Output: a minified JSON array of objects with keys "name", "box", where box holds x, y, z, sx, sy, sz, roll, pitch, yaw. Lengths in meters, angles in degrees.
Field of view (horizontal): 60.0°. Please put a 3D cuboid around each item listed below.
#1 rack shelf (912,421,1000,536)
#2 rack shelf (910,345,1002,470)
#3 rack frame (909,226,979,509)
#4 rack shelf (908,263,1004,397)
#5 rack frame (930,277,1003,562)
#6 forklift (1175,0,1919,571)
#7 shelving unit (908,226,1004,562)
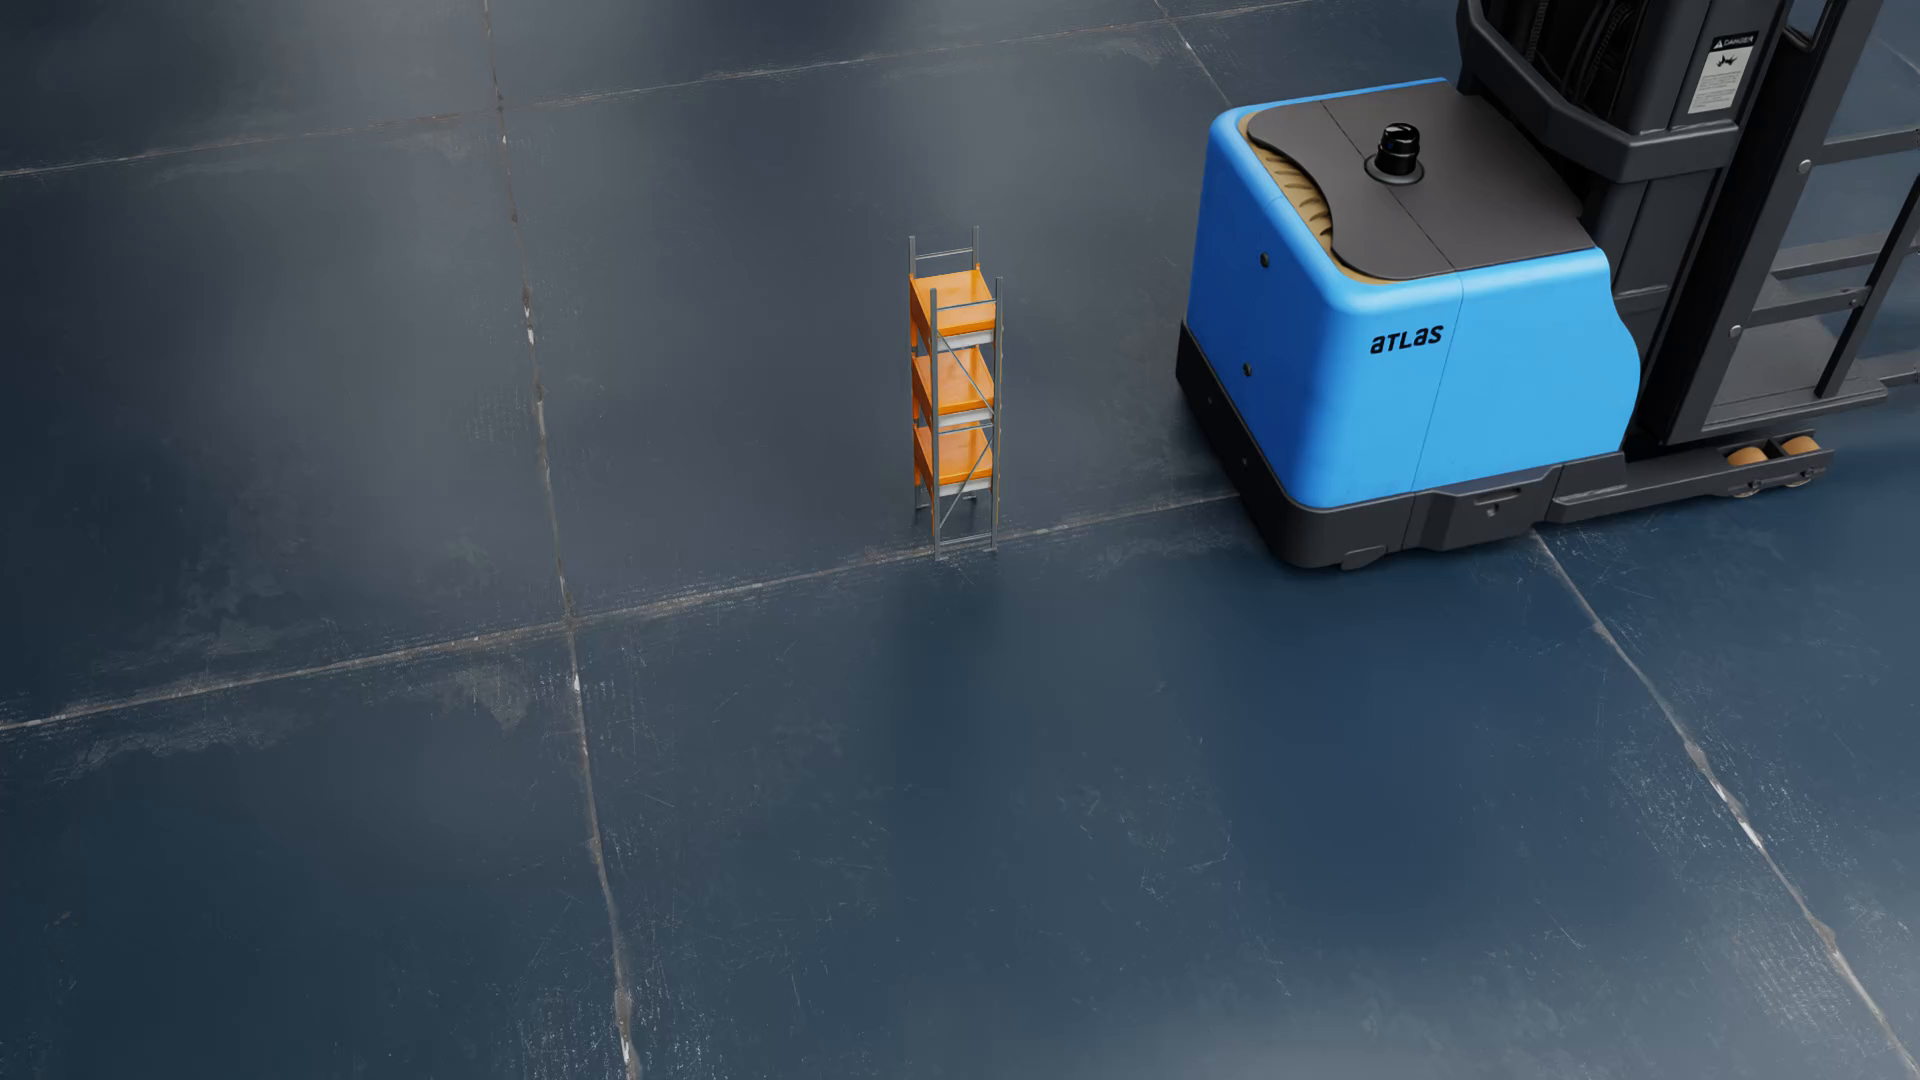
[{"name":"rack shelf","box":[-0.014,-0.202,5.117,0.215,0.259,0.240,-11,47,-10]},{"name":"rack shelf","box":[-0.014,-0.397,4.919,0.215,0.259,0.240,-11,47,-10]},{"name":"rack frame","box":[-0.045,-0.489,4.994,0.200,1.050,0.008,-11,47,-10]},{"name":"rack shelf","box":[-0.014,-0.596,4.716,0.215,0.259,0.240,-11,47,-10]},{"name":"rack frame","box":[0.018,-0.320,4.829,0.200,1.050,0.008,-11,47,-10]},{"name":"forklift","box":[2.314,-1.518,4.685,3.031,2.935,1.130,-11,47,-11]},{"name":"shelving unit","box":[-0.014,-0.404,4.911,0.215,1.050,0.252,-11,47,-10]}]
